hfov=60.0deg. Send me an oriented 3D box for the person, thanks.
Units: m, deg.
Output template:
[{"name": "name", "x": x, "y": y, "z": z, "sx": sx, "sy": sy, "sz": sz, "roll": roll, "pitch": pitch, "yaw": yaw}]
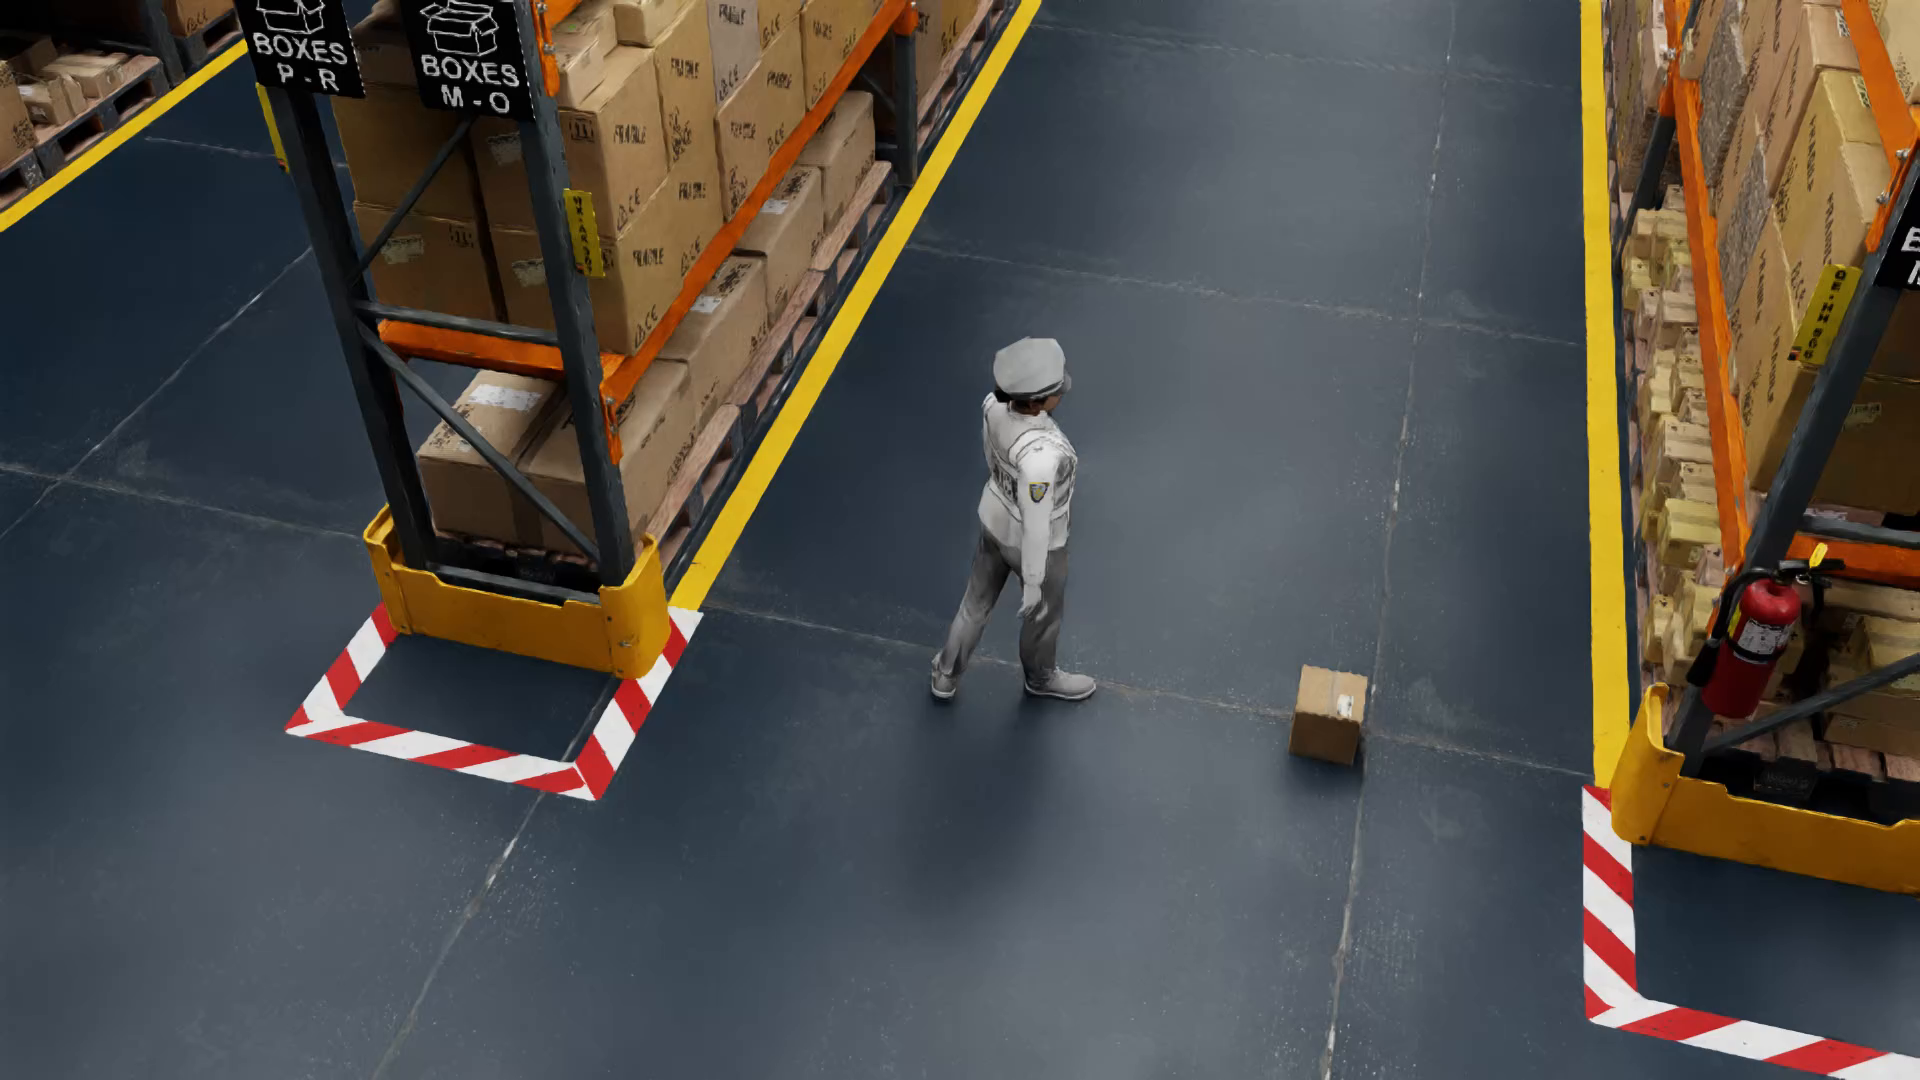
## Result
[{"name": "person", "x": 0.204, "y": -0.020, "z": 6.173, "sx": 0.623, "sy": 1.673, "sz": 0.574, "roll": -20, "pitch": 45, "yaw": -21}]
